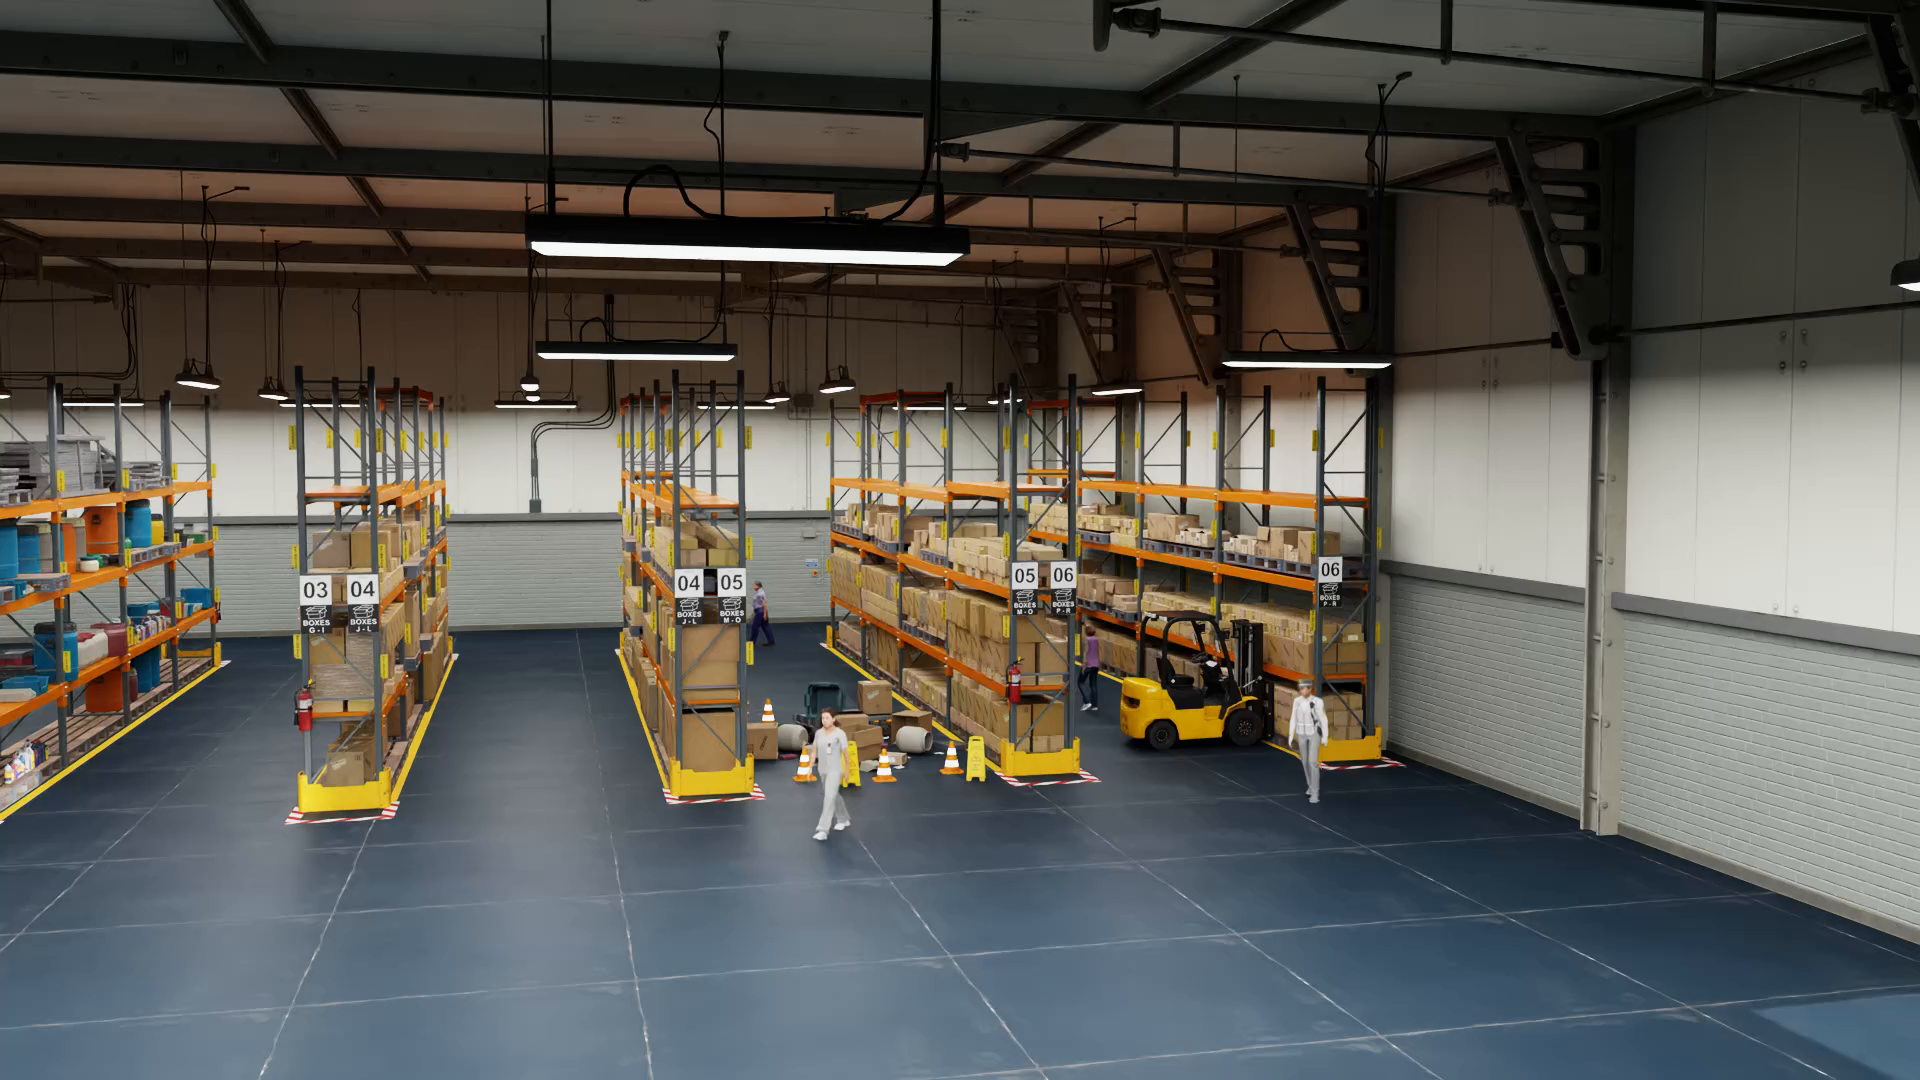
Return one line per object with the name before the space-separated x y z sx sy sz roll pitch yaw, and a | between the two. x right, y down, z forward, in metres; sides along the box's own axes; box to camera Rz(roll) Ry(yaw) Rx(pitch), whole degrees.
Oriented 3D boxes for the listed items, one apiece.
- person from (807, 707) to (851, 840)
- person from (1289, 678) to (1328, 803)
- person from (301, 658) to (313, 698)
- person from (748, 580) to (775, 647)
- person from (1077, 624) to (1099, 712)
person | -1.661 2.920 20.956 0.493 1.613 1.031 2 4 36
person | 4.880 2.780 23.340 0.591 1.672 0.644 3 4 40
person | -12.433 2.184 32.196 0.680 1.724 1.034 -1 3 -13
person | -4.884 1.780 40.229 0.821 1.618 0.527 -1 3 -11
person | 2.417 2.375 30.841 0.443 1.623 0.362 -3 5 -42
